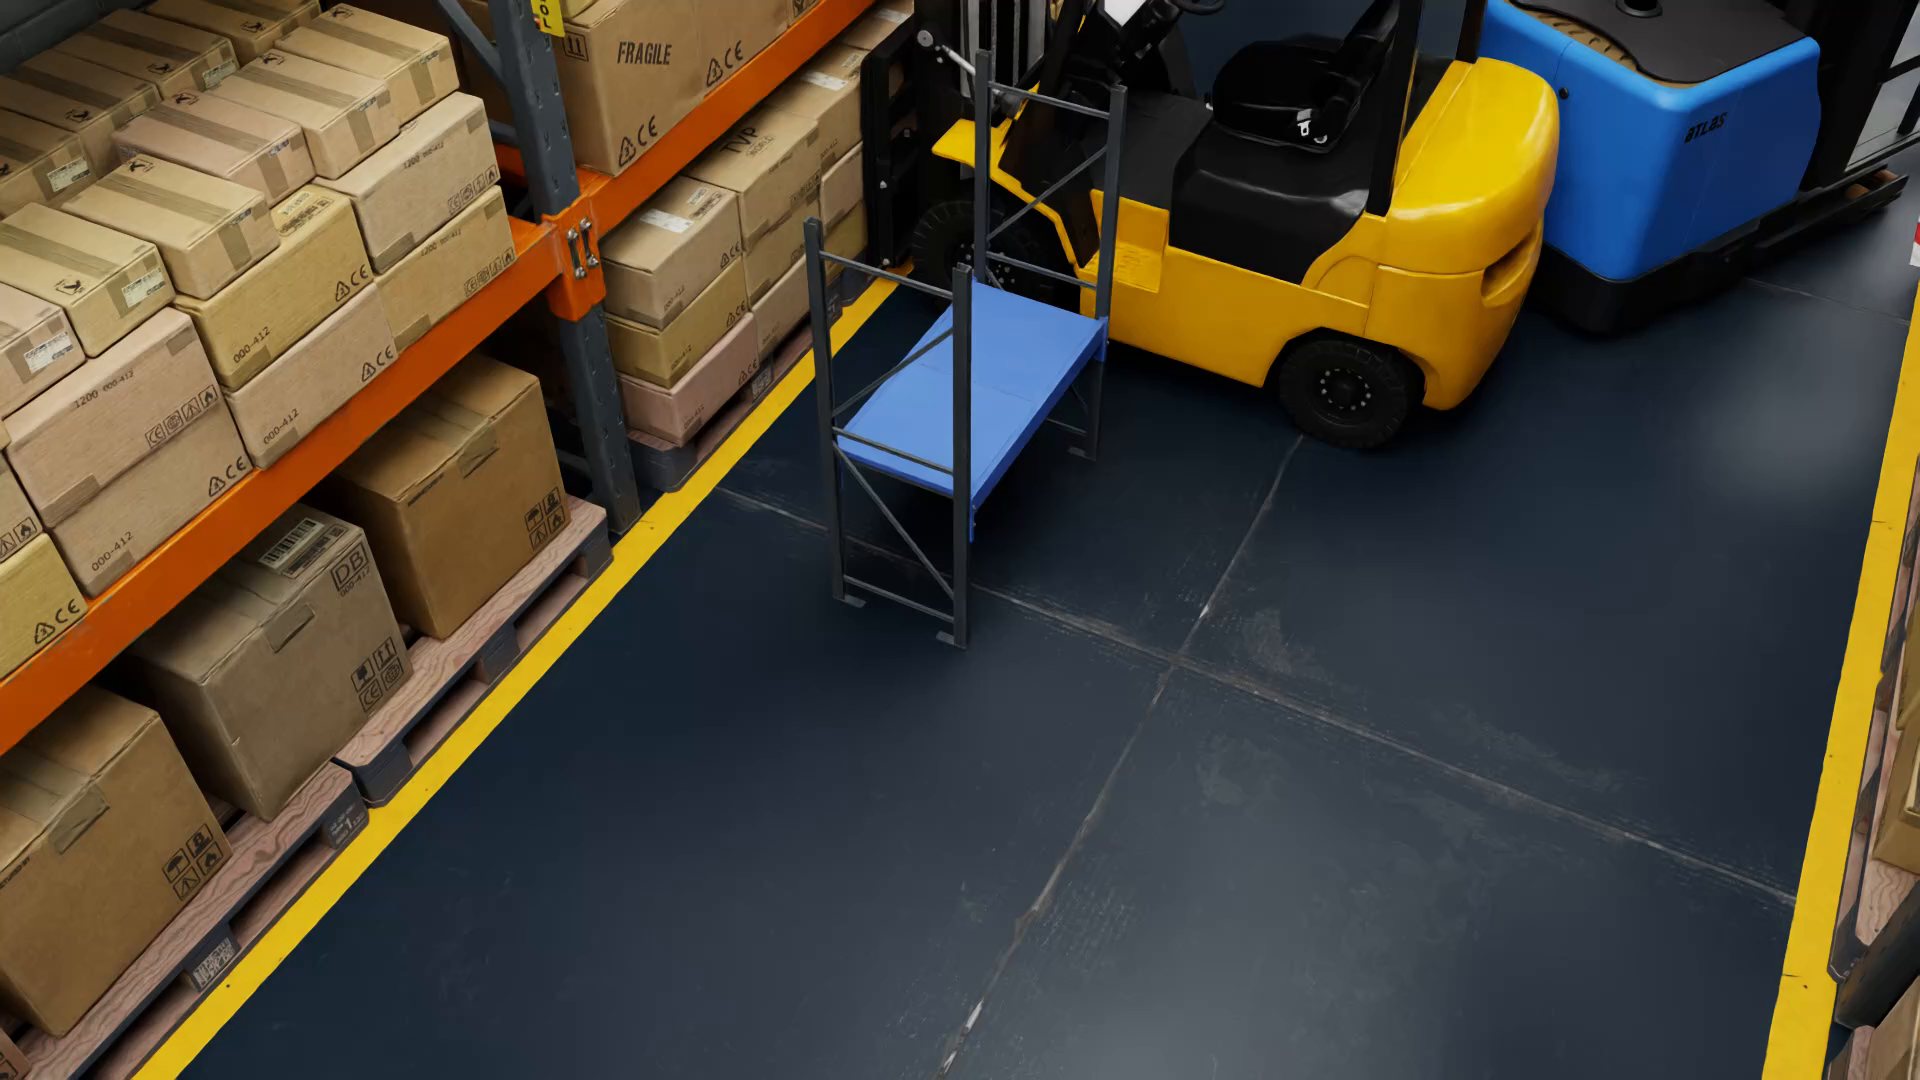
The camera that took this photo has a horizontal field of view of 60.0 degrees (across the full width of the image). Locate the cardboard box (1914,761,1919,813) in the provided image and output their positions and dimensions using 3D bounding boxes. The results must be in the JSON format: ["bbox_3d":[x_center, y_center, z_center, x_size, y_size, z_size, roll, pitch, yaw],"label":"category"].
[{"bbox_3d":[2.852,0.465,4.292,0.500,0.500,0.500,20,49,19],"label":"cardboard box"}]

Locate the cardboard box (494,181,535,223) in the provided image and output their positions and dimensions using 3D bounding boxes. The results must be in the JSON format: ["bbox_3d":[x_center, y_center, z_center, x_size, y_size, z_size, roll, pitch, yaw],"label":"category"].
[{"bbox_3d":[-1.526,-1.172,5.734,0.500,0.250,0.500,21,49,20],"label":"cardboard box"}]

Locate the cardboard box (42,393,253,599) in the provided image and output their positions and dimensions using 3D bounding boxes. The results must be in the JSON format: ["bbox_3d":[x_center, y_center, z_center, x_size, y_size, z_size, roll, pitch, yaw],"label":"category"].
[{"bbox_3d":[-2.072,-0.188,3.932,0.500,0.250,0.500,21,49,19],"label":"cardboard box"}]

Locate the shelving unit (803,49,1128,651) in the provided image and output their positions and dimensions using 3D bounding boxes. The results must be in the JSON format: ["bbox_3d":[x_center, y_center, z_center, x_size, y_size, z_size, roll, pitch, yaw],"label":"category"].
[{"bbox_3d":[0.040,-0.581,5.270,0.538,1.500,1.048,20,49,19],"label":"shelving unit"}]

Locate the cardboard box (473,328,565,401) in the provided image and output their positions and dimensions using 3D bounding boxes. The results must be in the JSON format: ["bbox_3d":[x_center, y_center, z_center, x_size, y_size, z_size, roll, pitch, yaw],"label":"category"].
[{"bbox_3d":[-1.537,-0.819,6.089,0.500,0.250,0.500,21,49,19],"label":"cardboard box"}]

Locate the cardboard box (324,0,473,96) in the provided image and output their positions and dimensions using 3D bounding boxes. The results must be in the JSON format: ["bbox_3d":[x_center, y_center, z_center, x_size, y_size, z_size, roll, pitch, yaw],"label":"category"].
[{"bbox_3d":[-1.614,-1.673,5.224,0.500,0.500,0.500,20,49,19],"label":"cardboard box"}]

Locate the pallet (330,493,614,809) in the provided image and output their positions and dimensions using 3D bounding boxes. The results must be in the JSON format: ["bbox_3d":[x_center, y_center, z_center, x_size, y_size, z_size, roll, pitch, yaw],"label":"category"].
[{"bbox_3d":[-1.891,0.192,5.412,1.003,0.211,1.213,20,49,19],"label":"pallet"}]

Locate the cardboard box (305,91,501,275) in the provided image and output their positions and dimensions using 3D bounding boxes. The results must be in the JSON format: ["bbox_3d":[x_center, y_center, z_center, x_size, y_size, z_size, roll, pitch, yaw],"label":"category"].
[{"bbox_3d":[-1.585,-0.995,4.378,0.500,0.250,0.500,19,48,18],"label":"cardboard box"}]

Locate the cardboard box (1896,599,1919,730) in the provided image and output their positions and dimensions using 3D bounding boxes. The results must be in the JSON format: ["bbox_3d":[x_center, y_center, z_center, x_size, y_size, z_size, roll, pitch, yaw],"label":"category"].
[{"bbox_3d":[3.089,0.390,4.894,0.500,0.250,0.500,19,48,18],"label":"cardboard box"}]

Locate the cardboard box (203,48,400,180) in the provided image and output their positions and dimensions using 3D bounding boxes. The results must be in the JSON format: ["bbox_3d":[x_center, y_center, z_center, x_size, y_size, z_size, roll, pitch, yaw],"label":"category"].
[{"bbox_3d":[-1.649,-1.072,4.174,0.380,0.149,0.250,20,49,18],"label":"cardboard box"}]

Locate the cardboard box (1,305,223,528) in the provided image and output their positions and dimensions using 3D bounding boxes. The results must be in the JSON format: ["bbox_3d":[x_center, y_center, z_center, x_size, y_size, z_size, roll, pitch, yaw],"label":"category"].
[{"bbox_3d":[-2.060,-0.348,3.739,0.500,0.250,0.500,21,49,20],"label":"cardboard box"}]

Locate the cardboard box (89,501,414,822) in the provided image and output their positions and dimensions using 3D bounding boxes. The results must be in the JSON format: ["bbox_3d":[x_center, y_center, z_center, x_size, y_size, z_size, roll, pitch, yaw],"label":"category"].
[{"bbox_3d":[-2.183,0.240,4.778,0.875,0.625,0.625,20,49,19],"label":"cardboard box"}]

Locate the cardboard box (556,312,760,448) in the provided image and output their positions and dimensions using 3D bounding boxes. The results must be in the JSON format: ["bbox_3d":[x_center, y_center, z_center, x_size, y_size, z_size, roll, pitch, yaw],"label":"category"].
[{"bbox_3d":[-1.066,-0.642,5.914,0.500,0.250,0.500,21,49,19],"label":"cardboard box"}]

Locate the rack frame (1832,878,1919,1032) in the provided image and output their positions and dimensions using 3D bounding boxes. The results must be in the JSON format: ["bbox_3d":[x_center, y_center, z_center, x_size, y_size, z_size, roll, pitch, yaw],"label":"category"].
[{"bbox_3d":[2.815,0.371,3.275,1.000,3.000,0.127,20,49,19],"label":"rack frame"}]

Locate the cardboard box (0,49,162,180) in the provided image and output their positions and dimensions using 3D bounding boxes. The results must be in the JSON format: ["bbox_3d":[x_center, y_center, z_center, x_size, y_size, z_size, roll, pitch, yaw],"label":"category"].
[{"bbox_3d":[-2.224,-1.069,4.172,0.380,0.149,0.250,20,49,19],"label":"cardboard box"}]

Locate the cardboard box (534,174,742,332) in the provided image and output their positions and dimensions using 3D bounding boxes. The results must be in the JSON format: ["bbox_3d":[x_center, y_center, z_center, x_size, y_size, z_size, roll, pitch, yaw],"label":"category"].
[{"bbox_3d":[-1.081,-0.999,5.564,0.500,0.250,0.500,20,49,18],"label":"cardboard box"}]

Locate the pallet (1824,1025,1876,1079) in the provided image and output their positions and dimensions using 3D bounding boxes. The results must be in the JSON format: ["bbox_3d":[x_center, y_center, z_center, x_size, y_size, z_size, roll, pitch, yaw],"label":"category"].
[{"bbox_3d":[2.455,1.842,3.781,1.003,0.211,1.213,20,49,19],"label":"pallet"}]

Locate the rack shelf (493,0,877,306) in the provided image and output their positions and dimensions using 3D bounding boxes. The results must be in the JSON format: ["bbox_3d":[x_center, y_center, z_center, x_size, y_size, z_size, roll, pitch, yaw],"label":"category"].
[{"bbox_3d":[-0.655,-2.273,6.393,1.077,0.370,4.000,20,49,19],"label":"rack shelf"}]

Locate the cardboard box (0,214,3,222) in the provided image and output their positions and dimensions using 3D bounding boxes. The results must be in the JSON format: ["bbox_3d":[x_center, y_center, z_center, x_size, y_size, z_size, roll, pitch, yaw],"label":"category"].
[{"bbox_3d":[-2.463,-0.753,3.859,0.380,0.149,0.250,20,49,19],"label":"cardboard box"}]

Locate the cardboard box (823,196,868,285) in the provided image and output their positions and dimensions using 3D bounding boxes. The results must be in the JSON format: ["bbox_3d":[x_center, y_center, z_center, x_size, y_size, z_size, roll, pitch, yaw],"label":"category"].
[{"bbox_3d":[-0.619,-1.296,6.560,0.500,0.250,0.500,21,49,20],"label":"cardboard box"}]

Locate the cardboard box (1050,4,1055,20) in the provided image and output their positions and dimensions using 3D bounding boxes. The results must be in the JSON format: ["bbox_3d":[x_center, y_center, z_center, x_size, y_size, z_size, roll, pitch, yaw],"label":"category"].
[{"bbox_3d":[0.096,-2.256,7.509,0.500,0.250,0.500,20,49,19],"label":"cardboard box"}]

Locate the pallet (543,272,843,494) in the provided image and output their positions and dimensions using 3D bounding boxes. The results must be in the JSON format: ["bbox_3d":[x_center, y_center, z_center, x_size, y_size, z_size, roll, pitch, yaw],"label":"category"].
[{"bbox_3d":[-1.177,-0.773,6.365,1.003,0.211,1.213,20,49,19],"label":"pallet"}]

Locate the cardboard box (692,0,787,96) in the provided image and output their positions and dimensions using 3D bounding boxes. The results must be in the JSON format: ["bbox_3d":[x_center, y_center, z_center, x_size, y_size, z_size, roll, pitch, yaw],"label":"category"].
[{"bbox_3d":[-0.919,-1.828,5.377,0.500,0.500,0.500,21,49,20],"label":"cardboard box"}]

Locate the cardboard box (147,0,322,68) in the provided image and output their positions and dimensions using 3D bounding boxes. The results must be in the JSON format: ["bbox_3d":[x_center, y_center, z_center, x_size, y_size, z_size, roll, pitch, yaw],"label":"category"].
[{"bbox_3d":[-1.937,-1.378,4.477,0.380,0.149,0.250,19,48,18],"label":"cardboard box"}]

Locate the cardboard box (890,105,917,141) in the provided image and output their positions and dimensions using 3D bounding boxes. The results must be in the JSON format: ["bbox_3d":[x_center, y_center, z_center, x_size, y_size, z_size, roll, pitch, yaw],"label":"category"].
[{"bbox_3d":[-0.375,-1.774,6.681,0.500,0.250,0.500,20,49,19],"label":"cardboard box"}]

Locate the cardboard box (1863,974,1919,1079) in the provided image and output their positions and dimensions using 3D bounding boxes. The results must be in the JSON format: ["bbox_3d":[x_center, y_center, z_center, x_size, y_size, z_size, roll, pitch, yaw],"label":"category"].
[{"bbox_3d":[2.573,1.478,3.732,0.950,0.372,0.625,21,49,20],"label":"cardboard box"}]

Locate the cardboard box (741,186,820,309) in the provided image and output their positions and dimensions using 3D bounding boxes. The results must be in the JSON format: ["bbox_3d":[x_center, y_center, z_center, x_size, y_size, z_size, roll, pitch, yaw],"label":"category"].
[{"bbox_3d":[-0.854,-1.143,6.057,0.500,0.250,0.500,20,49,19],"label":"cardboard box"}]

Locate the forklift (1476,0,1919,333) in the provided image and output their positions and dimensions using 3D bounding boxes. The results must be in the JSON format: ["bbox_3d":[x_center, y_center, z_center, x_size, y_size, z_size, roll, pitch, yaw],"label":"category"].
[{"bbox_3d":[3.436,-2.660,6.319,3.031,2.935,1.130,-25,51,-23],"label":"forklift"}]

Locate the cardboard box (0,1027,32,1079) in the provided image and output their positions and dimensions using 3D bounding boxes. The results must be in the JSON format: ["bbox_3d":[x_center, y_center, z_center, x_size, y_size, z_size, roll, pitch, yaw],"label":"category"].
[{"bbox_3d":[-2.842,1.139,3.890,0.875,0.625,0.625,22,49,20],"label":"cardboard box"}]

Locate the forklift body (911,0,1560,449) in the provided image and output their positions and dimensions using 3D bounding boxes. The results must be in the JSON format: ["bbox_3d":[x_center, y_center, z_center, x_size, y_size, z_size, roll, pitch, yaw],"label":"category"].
[{"bbox_3d":[1.009,-1.690,5.908,2.313,2.155,1.214,20,49,19],"label":"forklift body"}]

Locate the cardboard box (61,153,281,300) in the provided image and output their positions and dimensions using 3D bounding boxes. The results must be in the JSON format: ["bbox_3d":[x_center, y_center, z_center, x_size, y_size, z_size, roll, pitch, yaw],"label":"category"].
[{"bbox_3d":[-1.814,-0.725,3.832,0.380,0.149,0.250,19,48,18],"label":"cardboard box"}]

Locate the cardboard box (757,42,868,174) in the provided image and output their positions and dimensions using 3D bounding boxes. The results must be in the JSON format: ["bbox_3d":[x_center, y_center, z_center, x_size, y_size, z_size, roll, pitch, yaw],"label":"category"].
[{"bbox_3d":[-0.614,-1.635,6.192,0.500,0.250,0.500,22,49,20],"label":"cardboard box"}]

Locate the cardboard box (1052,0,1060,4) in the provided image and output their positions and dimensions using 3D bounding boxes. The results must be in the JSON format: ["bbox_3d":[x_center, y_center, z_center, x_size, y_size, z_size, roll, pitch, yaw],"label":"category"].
[{"bbox_3d":[0.324,-2.732,7.628,0.500,0.250,0.500,20,49,19],"label":"cardboard box"}]

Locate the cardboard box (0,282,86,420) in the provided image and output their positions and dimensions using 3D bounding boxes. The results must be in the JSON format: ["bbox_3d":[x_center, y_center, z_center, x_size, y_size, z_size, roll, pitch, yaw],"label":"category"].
[{"bbox_3d":[-2.112,-0.426,3.535,0.380,0.149,0.250,21,49,19],"label":"cardboard box"}]

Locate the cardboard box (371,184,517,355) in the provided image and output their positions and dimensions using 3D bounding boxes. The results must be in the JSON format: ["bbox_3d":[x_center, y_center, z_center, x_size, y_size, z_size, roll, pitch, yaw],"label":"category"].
[{"bbox_3d":[-1.586,-0.809,4.546,0.500,0.250,0.500,22,49,20],"label":"cardboard box"}]

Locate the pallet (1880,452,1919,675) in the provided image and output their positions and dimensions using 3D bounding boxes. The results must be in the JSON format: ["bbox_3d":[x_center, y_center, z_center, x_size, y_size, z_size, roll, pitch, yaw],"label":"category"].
[{"bbox_3d":[3.660,0.145,5.458,1.003,0.211,1.213,20,49,19],"label":"pallet"}]

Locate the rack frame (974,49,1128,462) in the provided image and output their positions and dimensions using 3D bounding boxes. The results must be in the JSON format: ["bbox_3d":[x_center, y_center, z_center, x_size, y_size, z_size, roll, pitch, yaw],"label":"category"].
[{"bbox_3d":[0.276,-0.901,5.586,0.500,1.500,0.032,20,49,19],"label":"rack frame"}]
